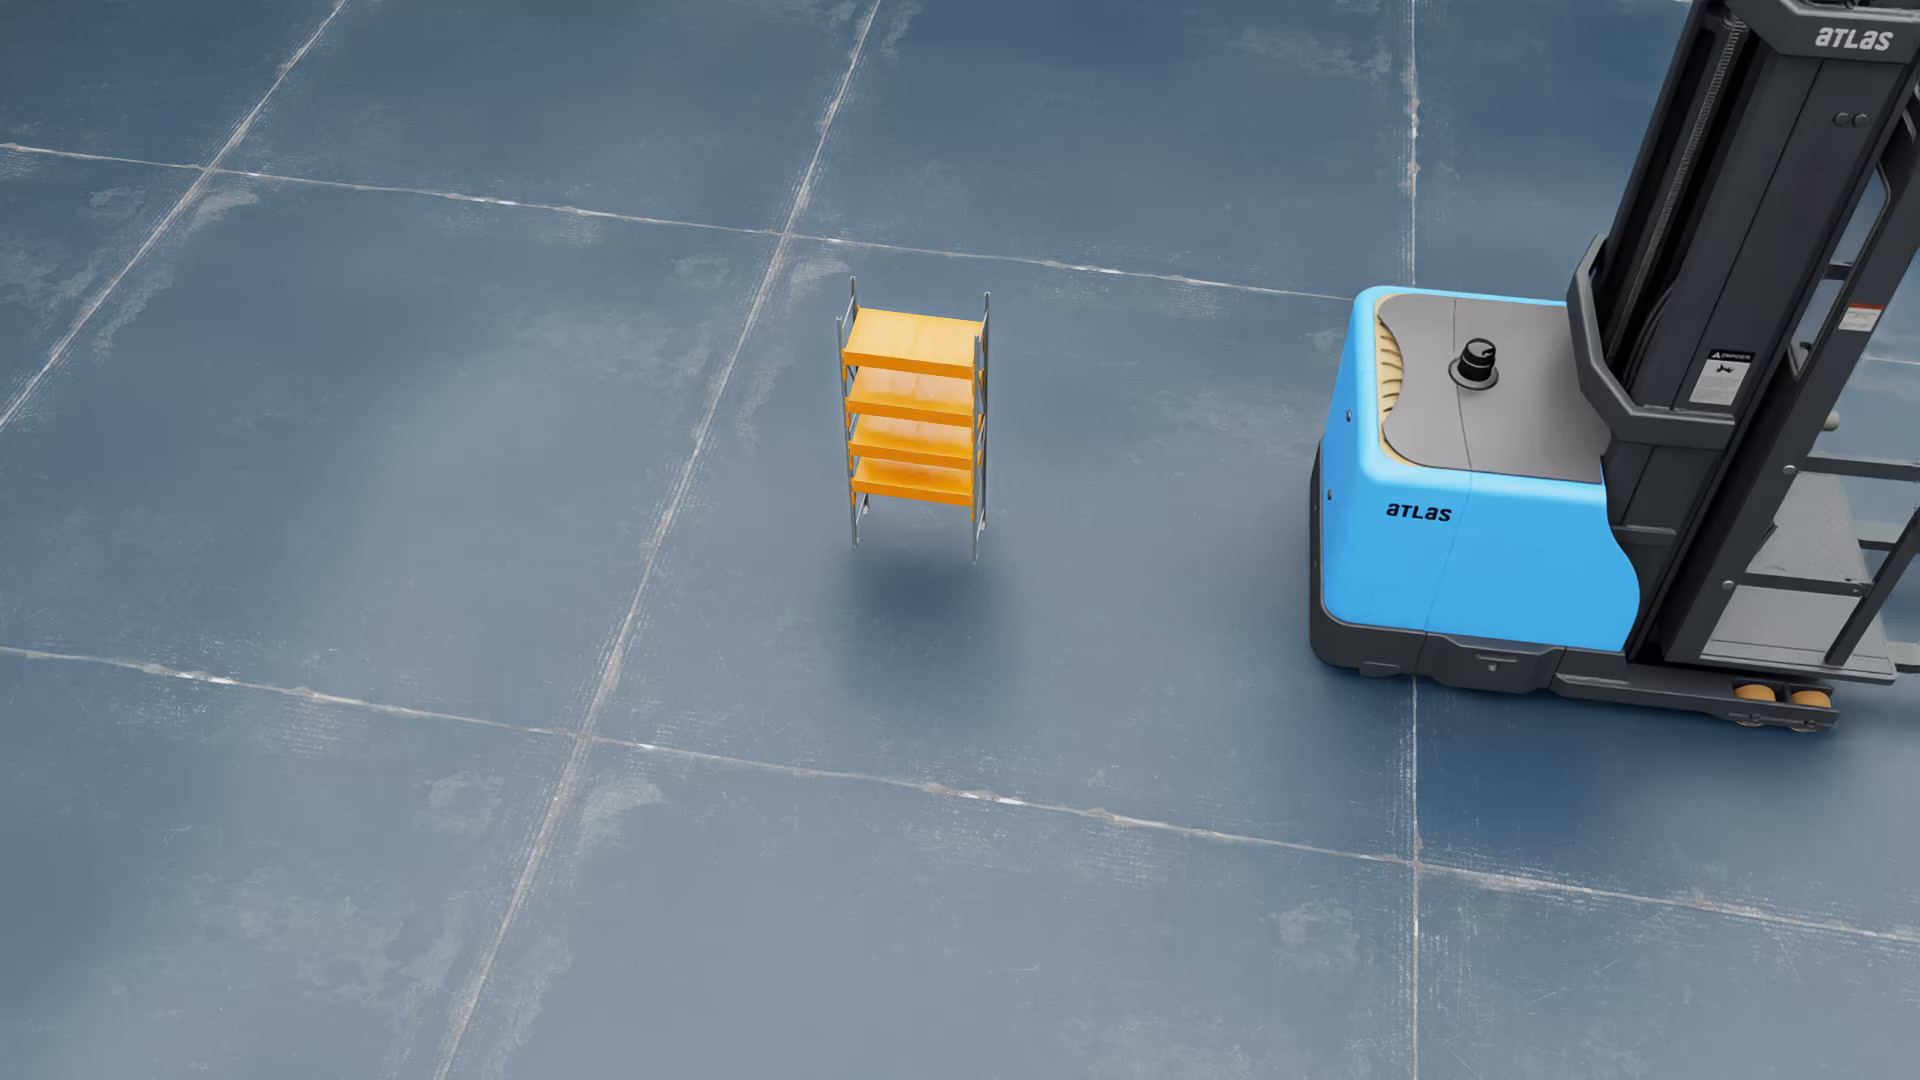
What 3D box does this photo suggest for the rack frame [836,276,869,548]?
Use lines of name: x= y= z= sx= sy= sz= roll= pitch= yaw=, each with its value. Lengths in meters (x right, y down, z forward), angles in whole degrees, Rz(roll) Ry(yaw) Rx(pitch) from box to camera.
rack frame: x=-0.403 y=-0.455 z=6.324 sx=0.015 sy=1.200 sz=0.240 roll=8 pitch=49 yaw=7

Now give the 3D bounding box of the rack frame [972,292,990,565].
rack frame: x=0.077 y=-0.391 z=6.266 sx=0.015 sy=1.200 sz=0.240 roll=8 pitch=49 yaw=7

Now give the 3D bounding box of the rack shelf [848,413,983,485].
rack shelf: x=-0.163 y=-0.378 z=6.345 sx=0.480 sy=0.148 sz=0.258 roll=8 pitch=49 yaw=7

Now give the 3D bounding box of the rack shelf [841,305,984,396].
rack shelf: x=-0.163 y=-0.686 z=6.003 sx=0.480 sy=0.148 sz=0.258 roll=8 pitch=49 yaw=7

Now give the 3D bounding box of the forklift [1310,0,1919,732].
forklift: x=2.881 y=-0.701 z=5.382 sx=3.031 sy=2.935 sz=1.130 roll=6 pitch=48 yaw=5

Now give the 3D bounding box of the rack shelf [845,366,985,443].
rack shelf: x=-0.163 y=-0.527 z=6.179 sx=0.480 sy=0.148 sz=0.258 roll=8 pitch=49 yaw=7

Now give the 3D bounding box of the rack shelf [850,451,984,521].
rack shelf: x=-0.163 y=-0.245 z=6.493 sx=0.480 sy=0.148 sz=0.258 roll=8 pitch=49 yaw=7

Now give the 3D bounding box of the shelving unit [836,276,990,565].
shelving unit: x=-0.163 y=-0.423 z=6.295 sx=0.503 sy=1.200 sz=0.258 roll=8 pitch=49 yaw=7
